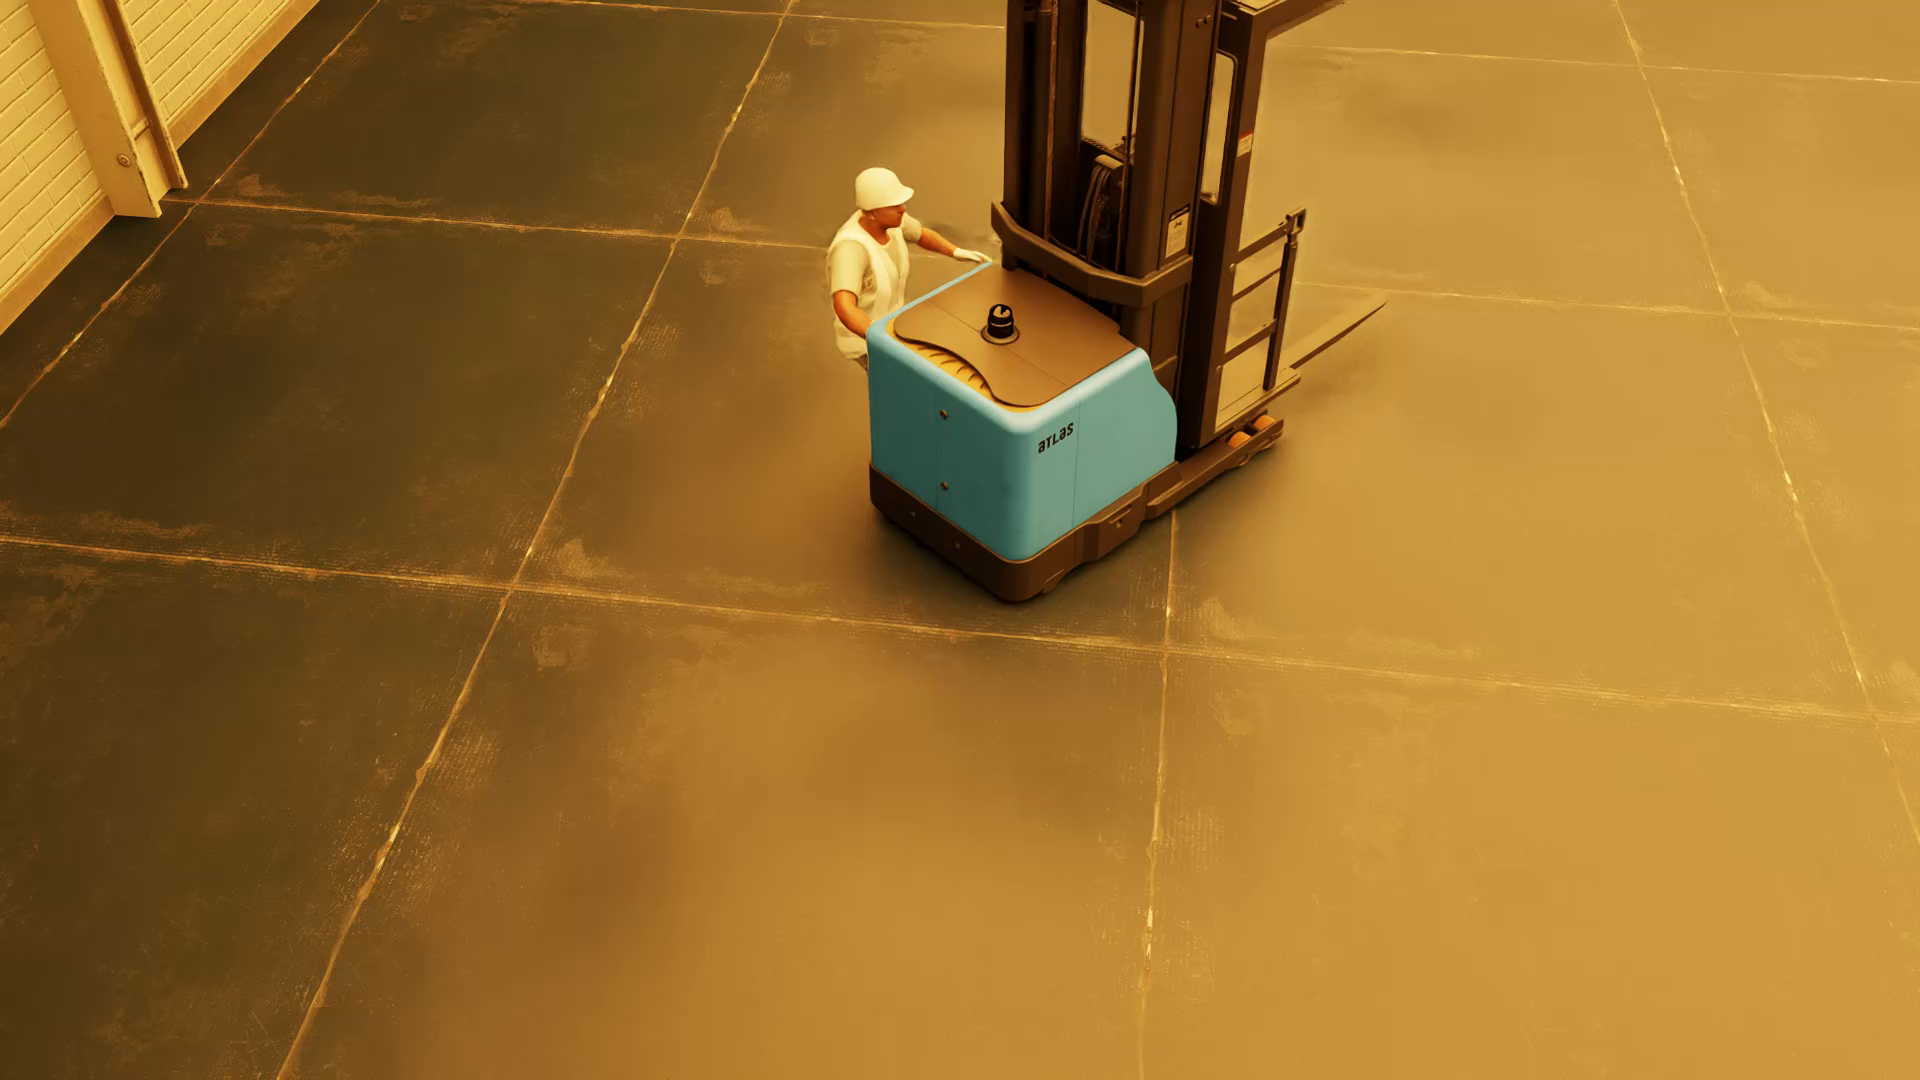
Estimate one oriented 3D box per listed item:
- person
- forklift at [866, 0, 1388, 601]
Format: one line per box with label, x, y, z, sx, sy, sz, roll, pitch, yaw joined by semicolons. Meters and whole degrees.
person;-0.170;-1.015;7.874;0.882;1.540;0.923;8;43;8
forklift;0.985;-1.681;7.555;3.031;2.935;1.130;-33;52;-30
